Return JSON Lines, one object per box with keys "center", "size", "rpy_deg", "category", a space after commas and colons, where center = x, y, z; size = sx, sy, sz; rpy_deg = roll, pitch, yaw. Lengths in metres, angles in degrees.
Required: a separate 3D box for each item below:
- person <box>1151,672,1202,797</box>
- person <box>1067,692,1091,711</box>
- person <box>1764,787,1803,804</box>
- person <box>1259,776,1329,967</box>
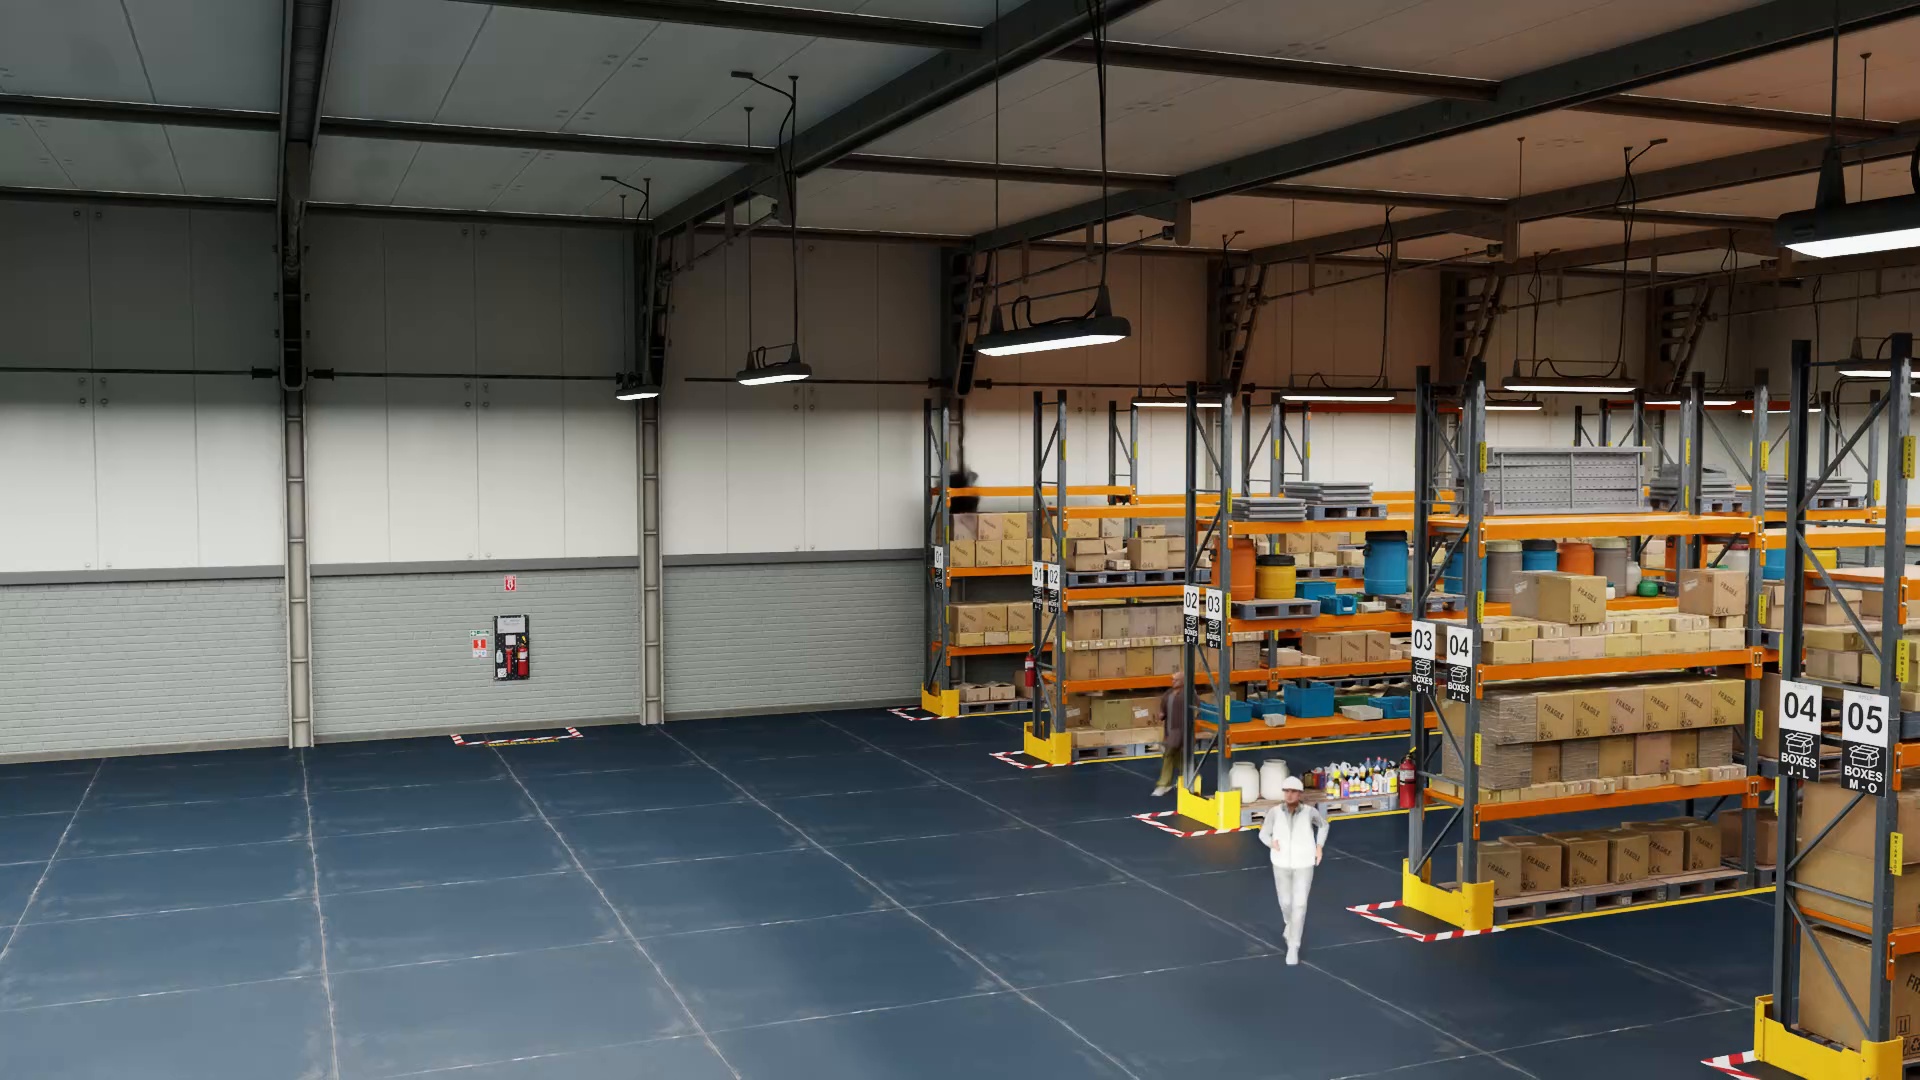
{"center": [3.219, 2.840, 24.443], "size": [0.941, 1.824, 0.740], "rpy_deg": [-2, 4, -33], "category": "person"}
{"center": [1.954, 2.353, 29.267], "size": [0.738, 1.661, 0.610], "rpy_deg": [-2, 4, -27], "category": "person"}
{"center": [11.848, 2.917, 23.893], "size": [0.774, 1.700, 0.620], "rpy_deg": [-2, 4, -28], "category": "person"}
{"center": [3.355, 3.286, 16.789], "size": [0.667, 1.807, 0.911], "rpy_deg": [1, 4, 21], "category": "person"}
